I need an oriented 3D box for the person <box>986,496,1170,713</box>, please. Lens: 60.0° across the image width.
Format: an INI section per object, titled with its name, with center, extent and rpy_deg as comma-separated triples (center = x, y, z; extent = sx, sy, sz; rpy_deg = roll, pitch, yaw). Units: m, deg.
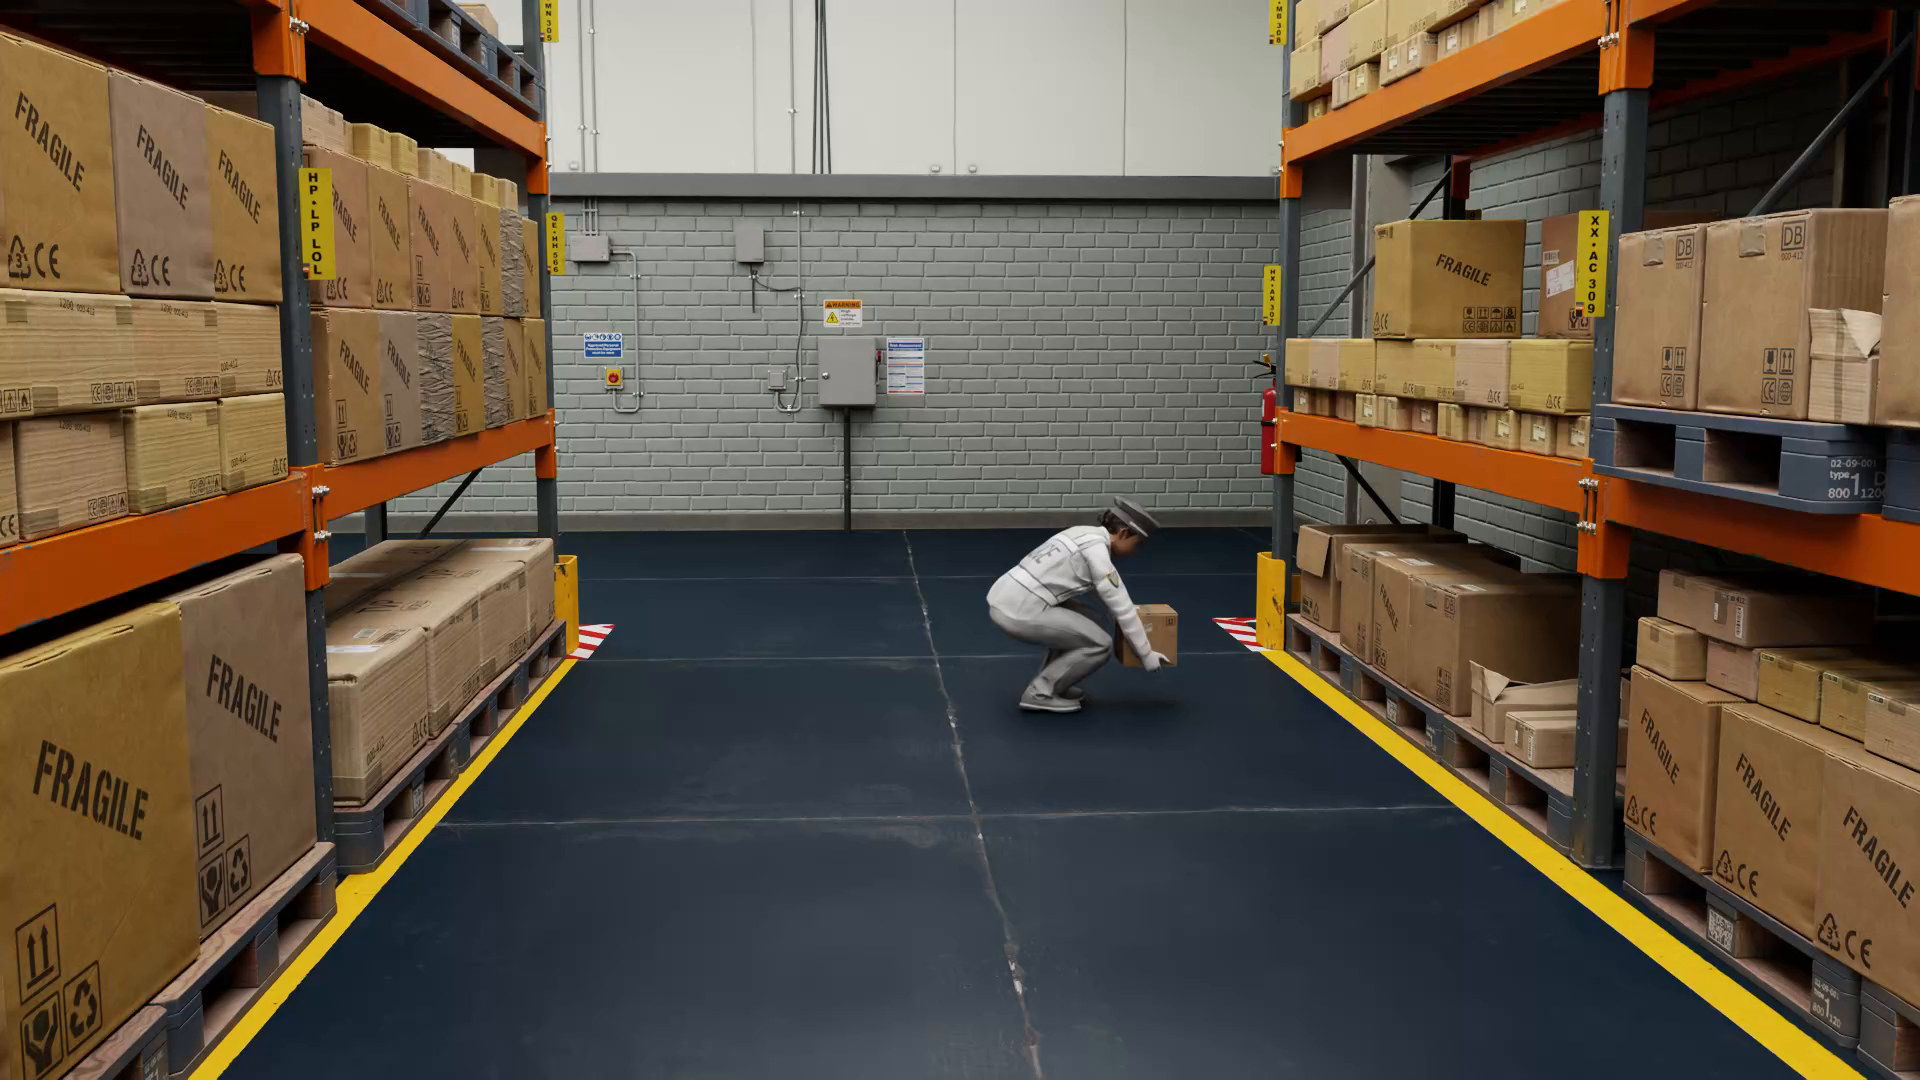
[person]
center = 0.541, 0.292, 7.729
extent = 0.836, 0.985, 0.465
rpy_deg = -1, 7, -5
